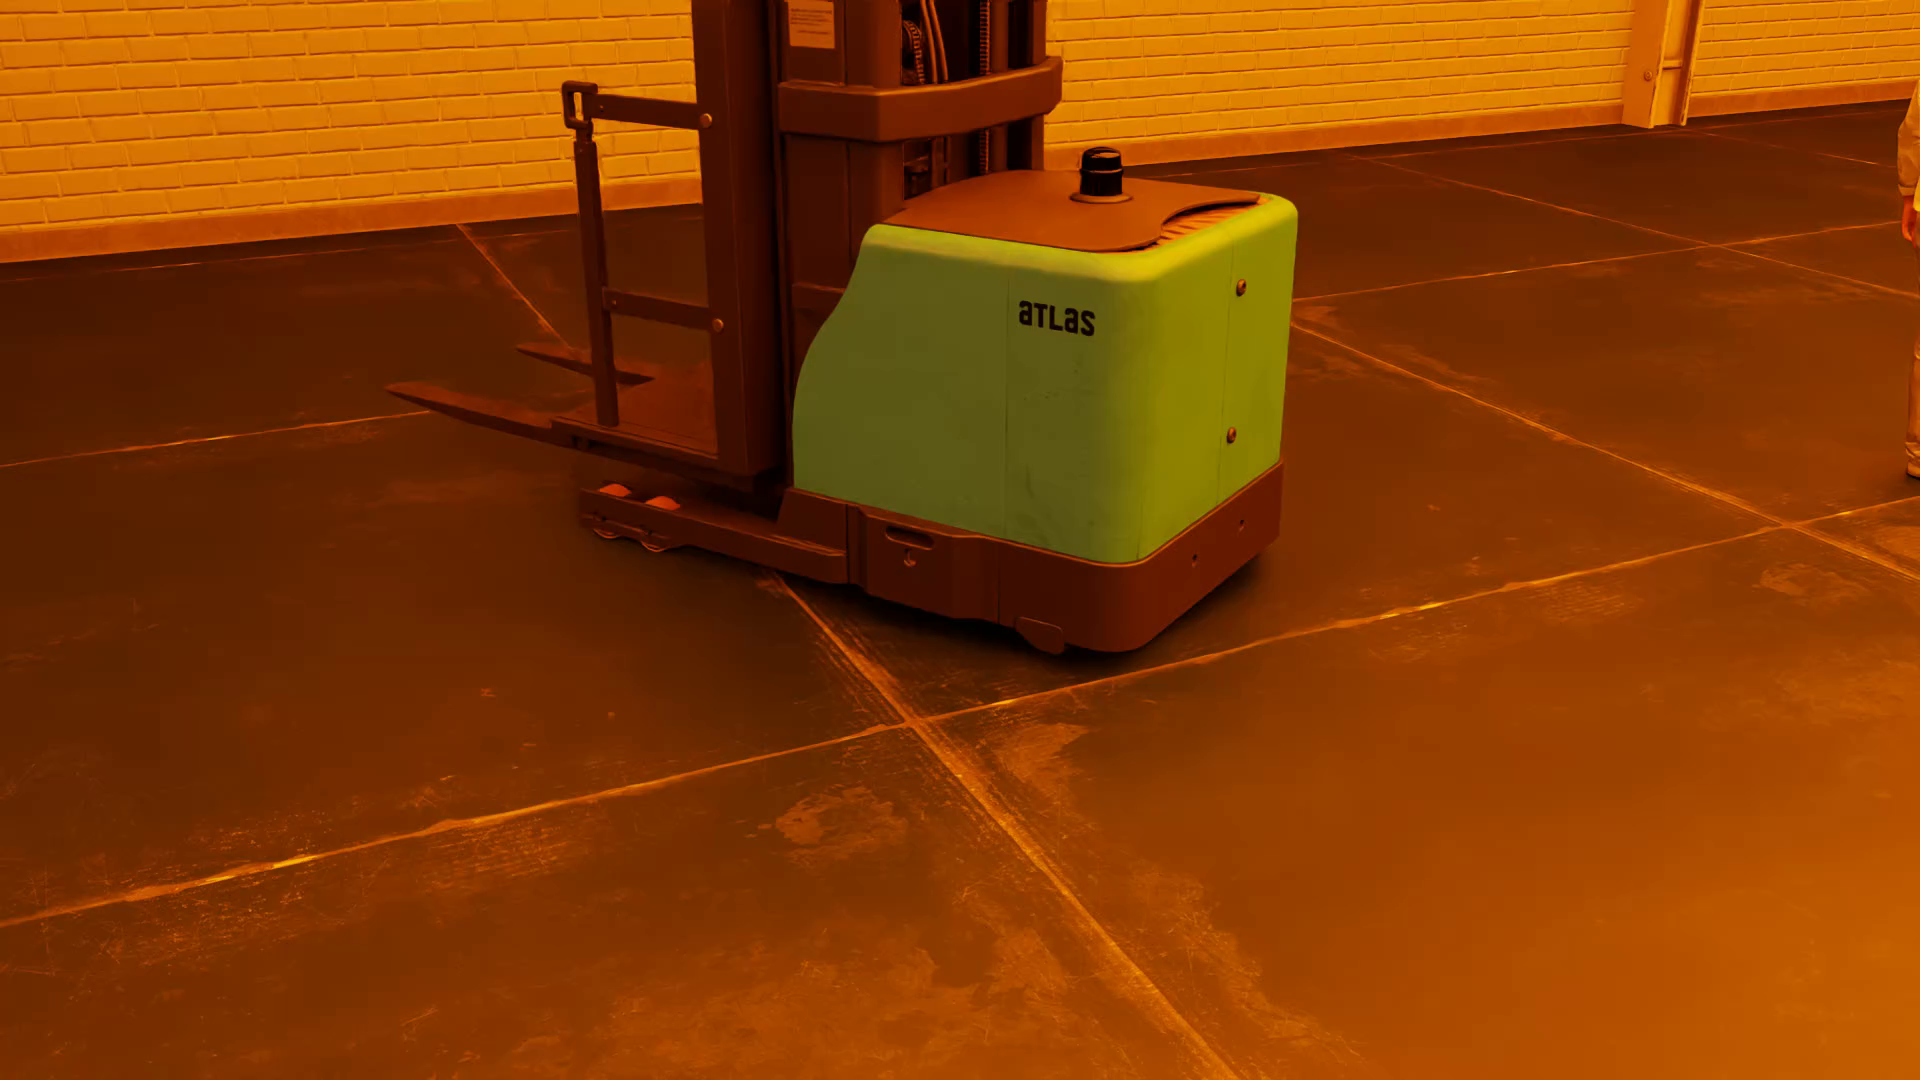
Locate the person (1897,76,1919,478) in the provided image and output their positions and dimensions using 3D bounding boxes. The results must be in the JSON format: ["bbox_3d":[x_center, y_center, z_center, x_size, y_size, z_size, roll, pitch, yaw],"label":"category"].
[{"bbox_3d":[3.327,-1.048,5.297,0.568,1.774,0.633,-13,26,-29],"label":"person"}]

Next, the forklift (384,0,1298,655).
[{"bbox_3d":[-0.564,-1.471,4.826,3.031,2.935,1.130,14,26,30],"label":"forklift"}]
